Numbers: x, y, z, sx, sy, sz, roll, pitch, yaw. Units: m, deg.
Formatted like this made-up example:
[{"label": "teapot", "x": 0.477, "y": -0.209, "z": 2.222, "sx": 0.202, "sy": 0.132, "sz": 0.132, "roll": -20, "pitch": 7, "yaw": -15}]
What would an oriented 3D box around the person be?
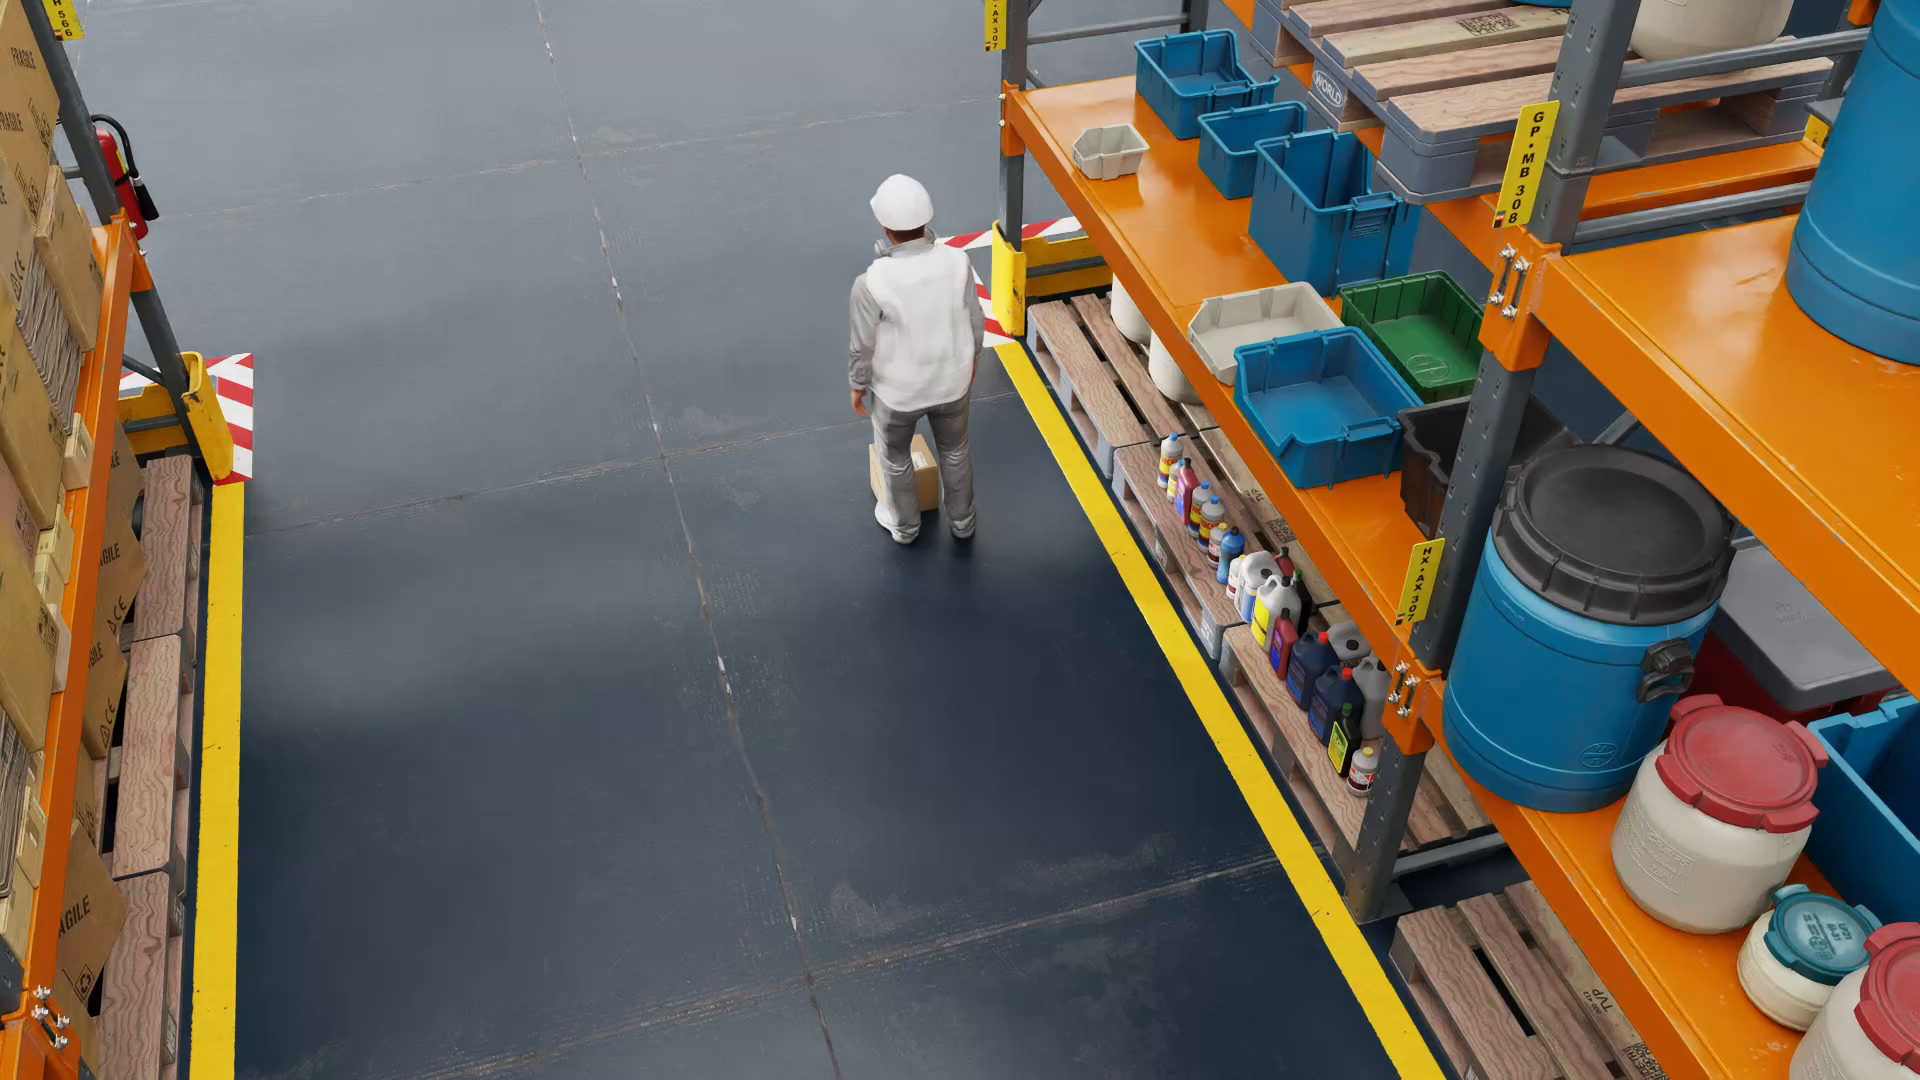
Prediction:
[{"label": "person", "x": -0.180, "y": -0.693, "z": 6.911, "sx": 0.594, "sy": 1.772, "sz": 0.472, "roll": -14, "pitch": 44, "yaw": -15}]
